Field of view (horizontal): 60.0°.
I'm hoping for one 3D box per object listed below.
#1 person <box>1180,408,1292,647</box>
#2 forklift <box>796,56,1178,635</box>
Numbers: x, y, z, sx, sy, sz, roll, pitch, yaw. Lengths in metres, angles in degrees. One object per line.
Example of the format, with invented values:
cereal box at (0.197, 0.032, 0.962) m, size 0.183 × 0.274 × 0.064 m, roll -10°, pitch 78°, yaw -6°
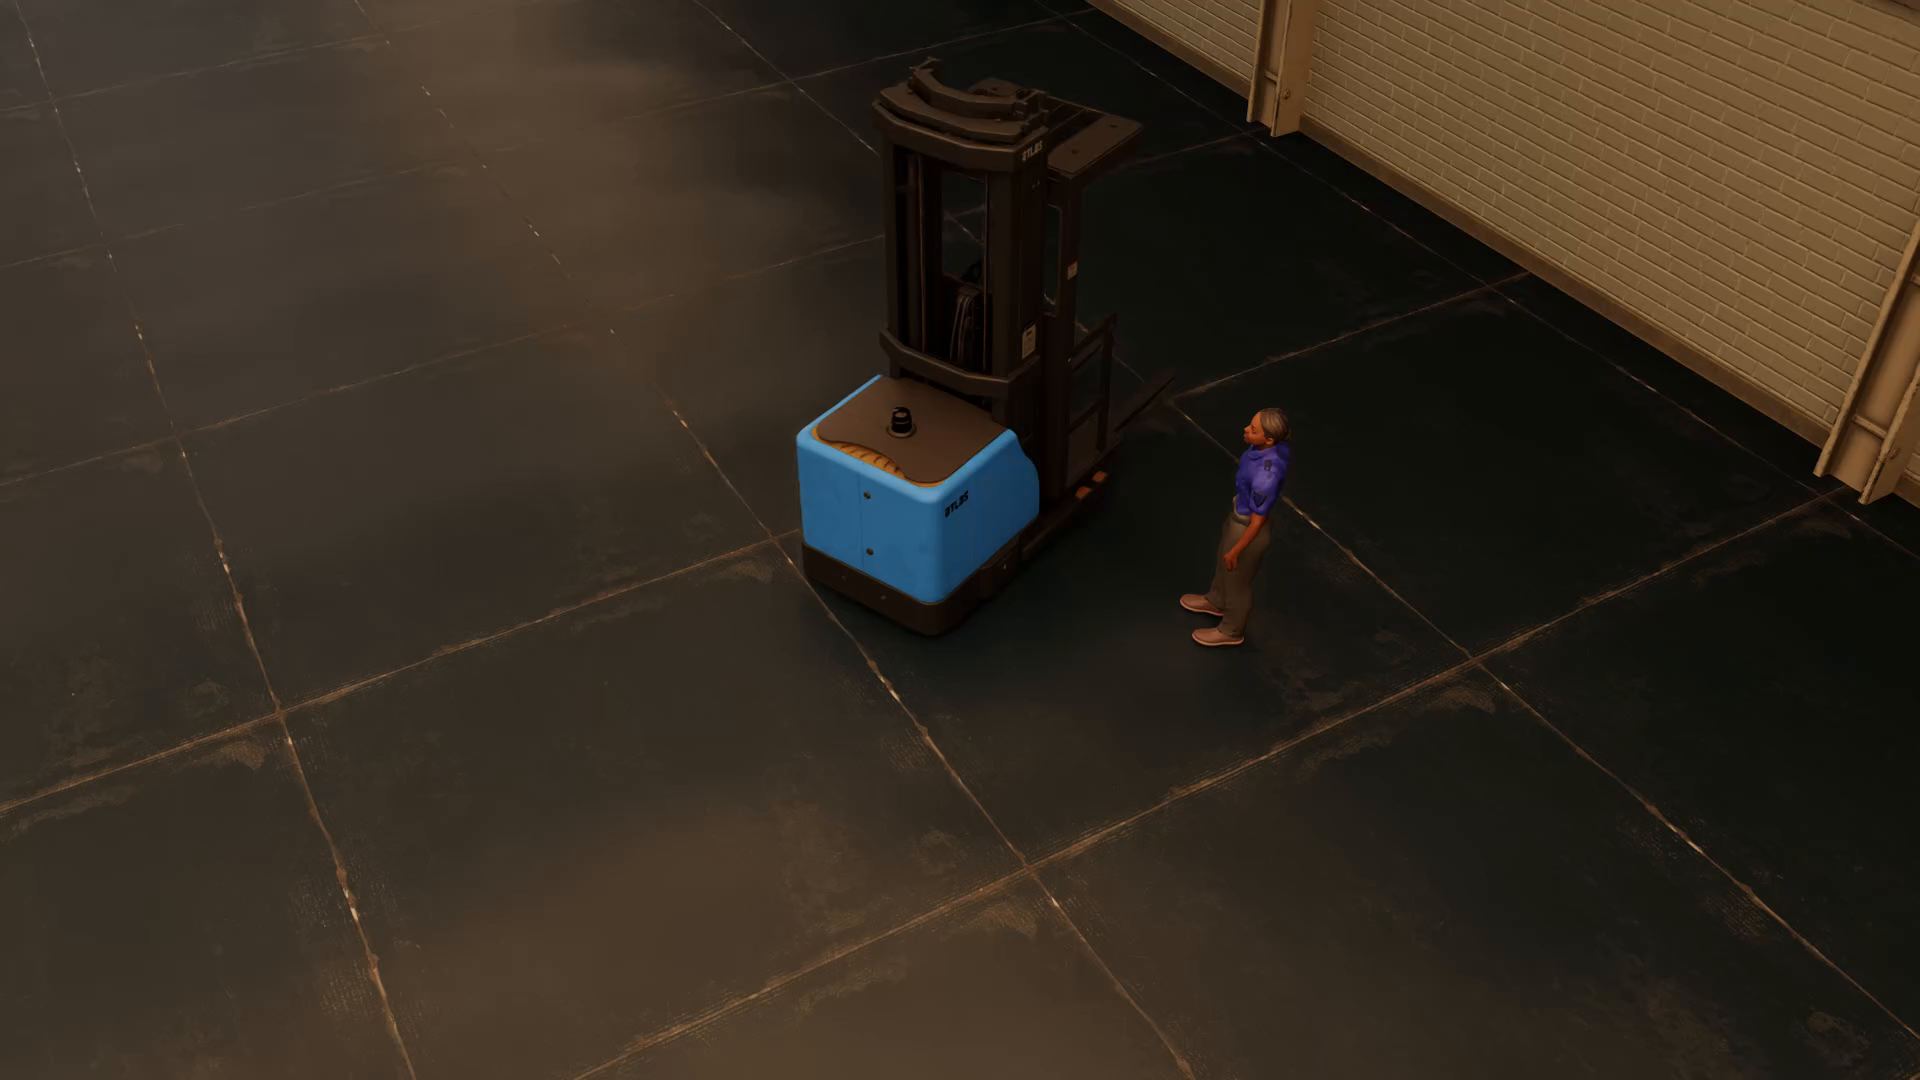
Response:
person at (1.495, -0.084, 9.126) m, size 0.504 × 1.654 × 0.570 m, roll 9°, pitch 41°, yaw 11°
forklift at (0.332, -1.473, 9.812) m, size 1.130 × 2.935 × 3.031 m, roll 25°, pitch 46°, yaw 27°
